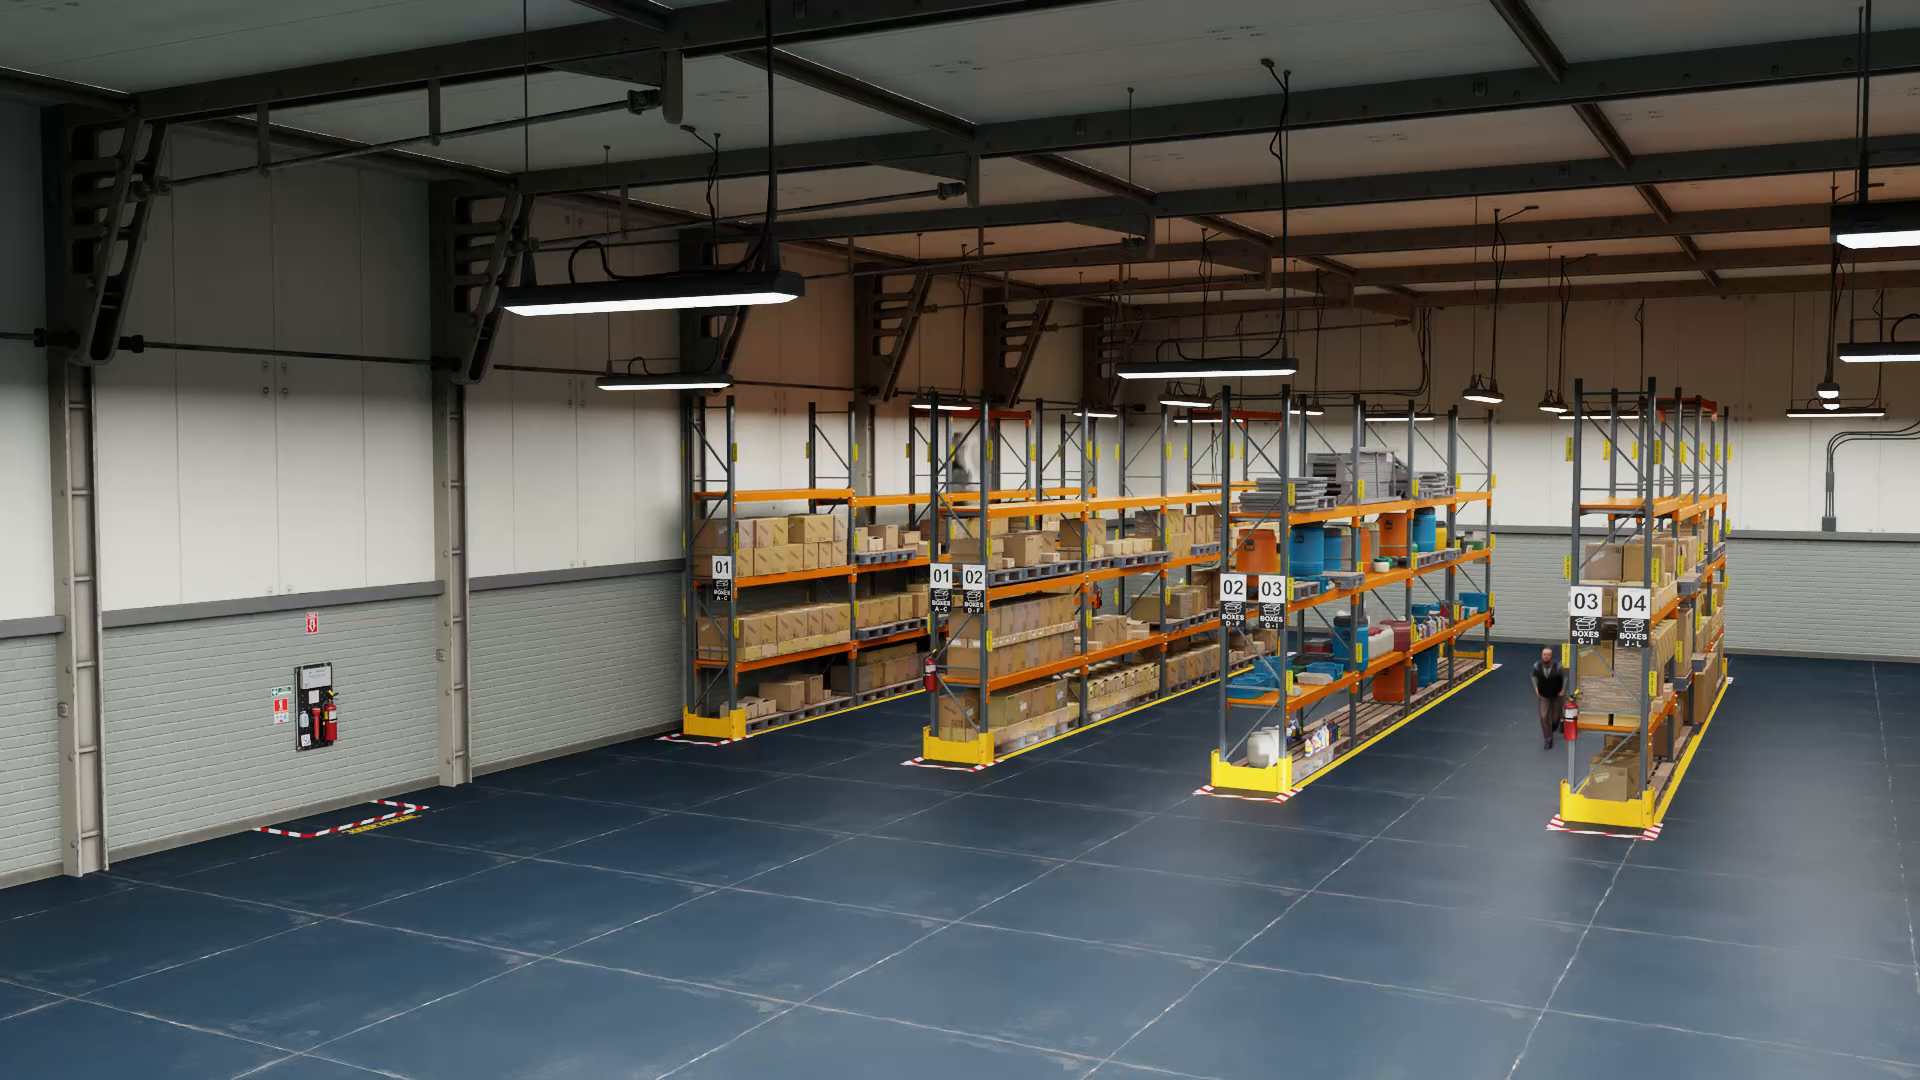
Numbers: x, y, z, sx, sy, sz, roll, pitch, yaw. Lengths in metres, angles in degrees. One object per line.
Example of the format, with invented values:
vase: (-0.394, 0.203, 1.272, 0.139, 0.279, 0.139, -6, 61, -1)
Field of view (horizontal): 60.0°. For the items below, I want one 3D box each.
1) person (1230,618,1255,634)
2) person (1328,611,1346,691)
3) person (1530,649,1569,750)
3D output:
person: (7.294, 1.894, 42.669, 1.081, 1.769, 0.661, 2, 4, 37)
person: (8.063, 2.321, 35.046, 0.675, 1.705, 0.759, 1, 3, 22)
person: (10.074, 2.688, 28.399, 0.665, 1.711, 0.912, 1, 3, 25)
